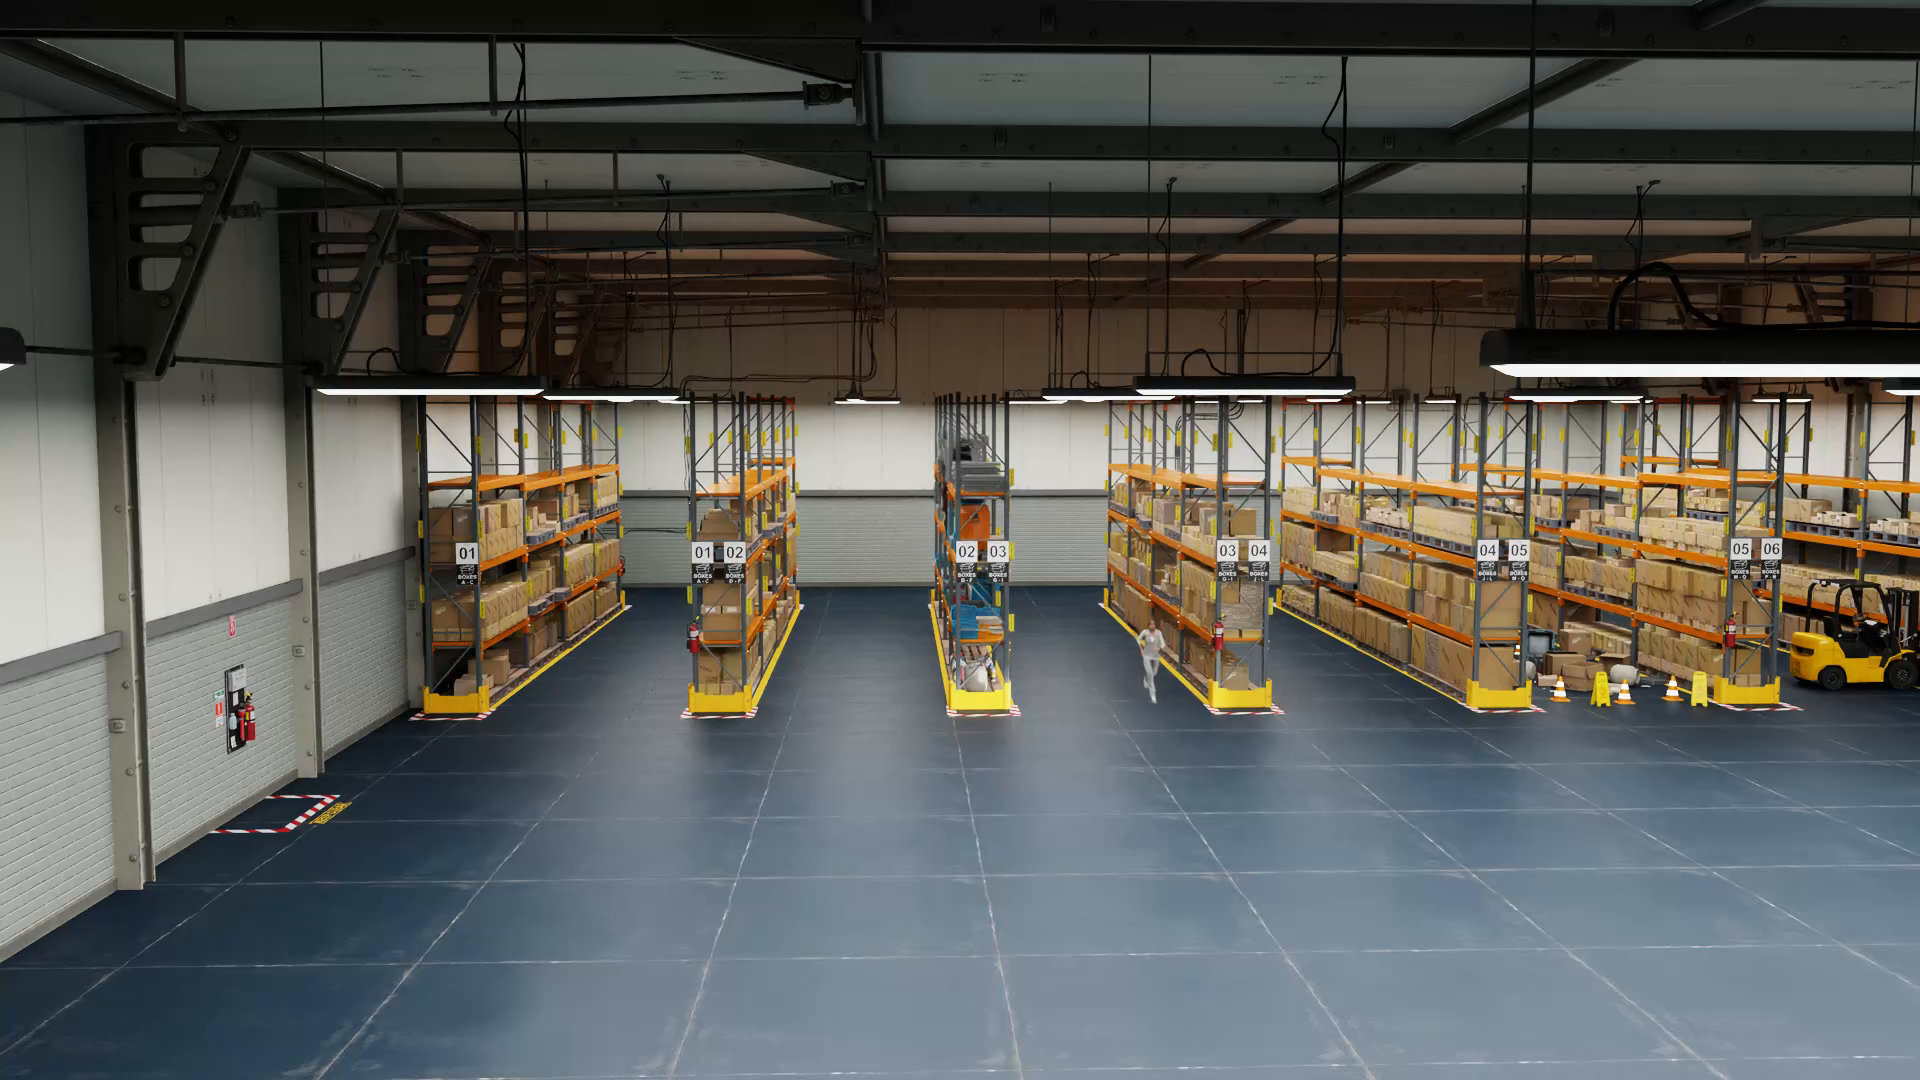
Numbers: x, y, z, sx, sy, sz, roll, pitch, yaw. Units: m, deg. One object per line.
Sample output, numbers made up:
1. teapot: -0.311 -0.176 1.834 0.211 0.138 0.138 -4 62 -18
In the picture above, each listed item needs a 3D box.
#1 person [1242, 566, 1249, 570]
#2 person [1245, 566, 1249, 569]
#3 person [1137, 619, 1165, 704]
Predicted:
1. person: 7.401 1.356 44.024 0.744 1.739 0.679 -1 5 -10
2. person: 8.011 1.198 45.937 0.654 1.704 0.881 0 5 -2
3. person: 3.747 2.331 32.552 0.495 1.615 1.017 -1 5 -11
